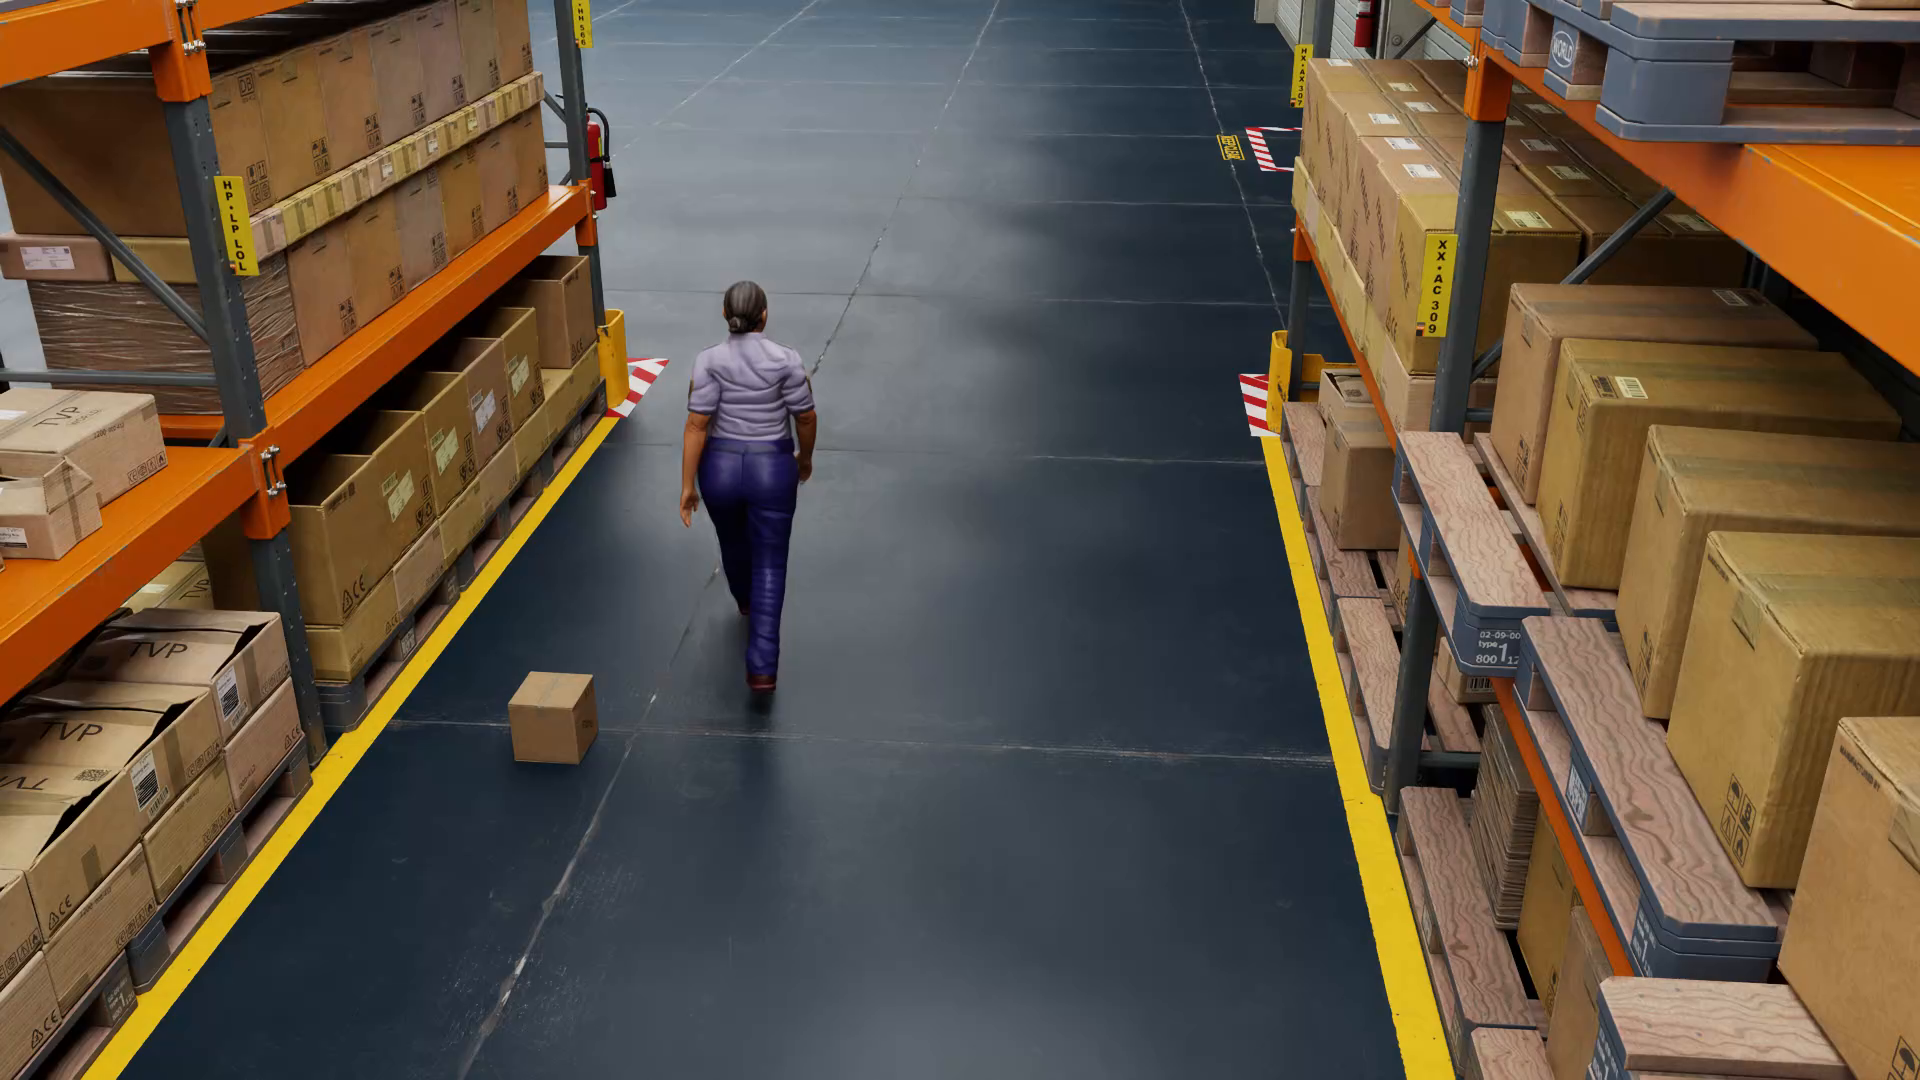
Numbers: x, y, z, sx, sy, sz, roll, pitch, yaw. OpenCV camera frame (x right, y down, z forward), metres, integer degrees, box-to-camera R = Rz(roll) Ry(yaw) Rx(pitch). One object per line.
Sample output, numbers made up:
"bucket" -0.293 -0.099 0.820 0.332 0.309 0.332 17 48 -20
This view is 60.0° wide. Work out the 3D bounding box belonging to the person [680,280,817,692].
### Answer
"person" -0.835 -0.276 6.734 0.513 1.573 1.073 2 25 4
